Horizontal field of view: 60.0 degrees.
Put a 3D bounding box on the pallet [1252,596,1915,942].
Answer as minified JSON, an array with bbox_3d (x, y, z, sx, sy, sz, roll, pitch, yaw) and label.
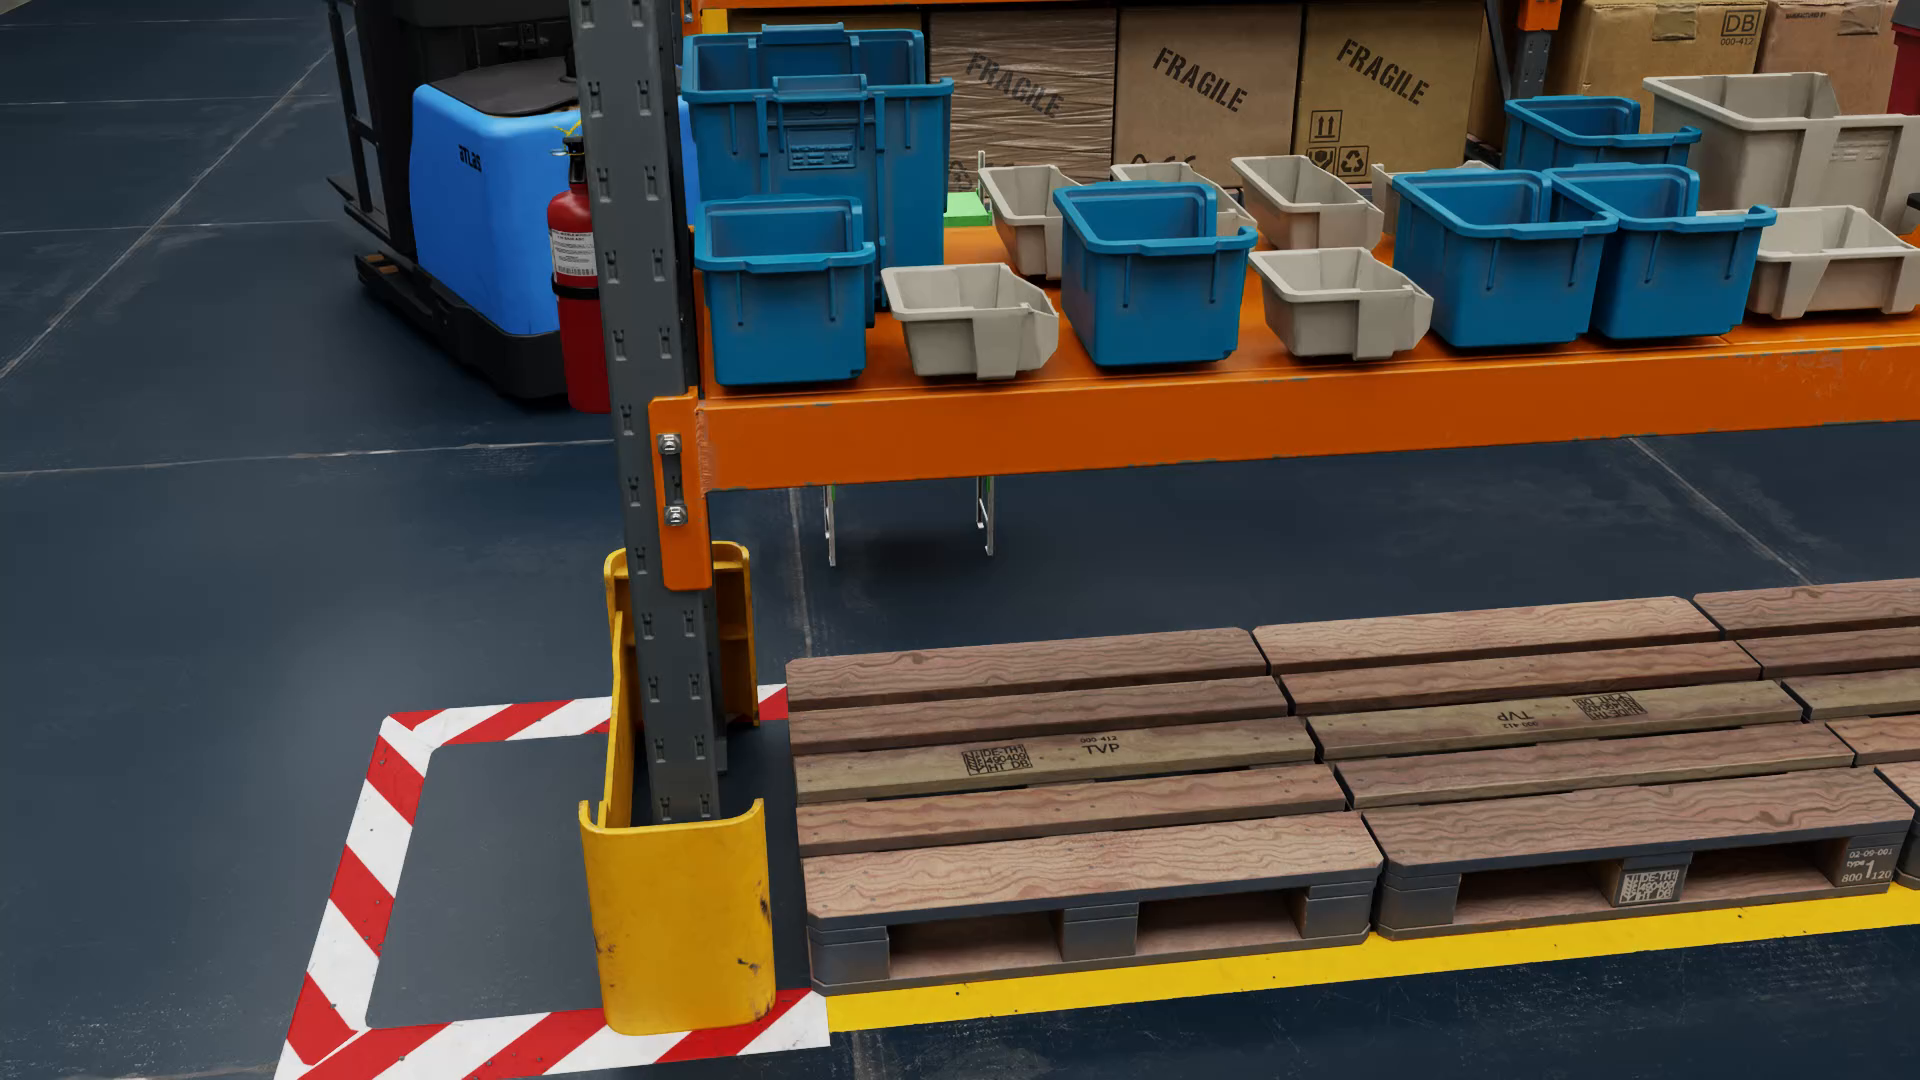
[{"bbox_3d":[1.428,0.507,4.032,1.213,0.211,1.003,-4,27,-7],"label":"pallet"}]

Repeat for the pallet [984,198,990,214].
[{"bbox_3d":[-0.509,-1.708,8.347,1.213,0.211,1.003,-4,27,-7],"label":"pallet"}]

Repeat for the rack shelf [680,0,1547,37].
[{"bbox_3d":[0.691,-2.669,7.955,4.000,0.370,1.077,-4,27,-7],"label":"rack shelf"}]

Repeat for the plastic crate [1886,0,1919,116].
[{"bbox_3d":[2.442,-0.989,3.756,0.583,0.464,0.402,-4,27,-7],"label":"plastic crate"}]

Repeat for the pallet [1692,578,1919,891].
[{"bbox_3d":[2.639,0.427,4.186,1.213,0.211,1.003,-4,27,-7],"label":"pallet"}]

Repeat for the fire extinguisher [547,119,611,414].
[{"bbox_3d":[-0.812,-0.619,3.663,0.183,0.674,0.296,-4,27,-7],"label":"fire extinguisher"}]

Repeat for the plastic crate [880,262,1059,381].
[{"bbox_3d":[0.020,-0.382,2.932,0.298,0.136,0.250,-4,27,-7],"label":"plastic crate"}]

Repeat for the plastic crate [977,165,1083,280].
[{"bbox_3d":[0.183,-0.666,3.486,0.243,0.136,0.396,-4,27,-7],"label":"plastic crate"}]

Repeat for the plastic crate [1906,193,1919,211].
[{"bbox_3d":[2.291,-0.589,3.348,0.590,0.125,0.437,-4,27,-7],"label":"plastic crate"}]

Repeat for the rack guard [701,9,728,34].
[{"bbox_3d":[-1.805,-4.003,12.505,0.348,0.500,1.175,-4,27,-7],"label":"rack guard"}]

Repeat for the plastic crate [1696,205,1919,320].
[{"bbox_3d":[1.679,-0.540,3.240,0.466,0.136,0.293,-4,27,-7],"label":"plastic crate"}]

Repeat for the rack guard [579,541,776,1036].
[{"bbox_3d":[-0.621,0.496,3.735,0.348,0.500,1.175,-4,27,-7],"label":"rack guard"}]

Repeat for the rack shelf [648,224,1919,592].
[{"bbox_3d":[1.381,-0.430,3.591,4.000,0.370,1.077,-4,27,-7],"label":"rack shelf"}]

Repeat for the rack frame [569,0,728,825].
[{"bbox_3d":[-0.600,-0.623,3.179,0.127,3.000,1.000,-4,27,-7],"label":"rack frame"}]

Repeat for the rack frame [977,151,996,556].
[{"bbox_3d":[0.078,-0.539,4.986,0.015,1.200,0.240,-4,27,-7],"label":"rack frame"}]

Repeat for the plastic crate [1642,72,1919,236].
[{"bbox_3d":[1.824,-0.838,3.661,0.530,0.282,0.437,-4,27,-7],"label":"plastic crate"}]

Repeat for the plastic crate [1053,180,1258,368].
[{"bbox_3d":[0.343,-0.484,3.025,0.300,0.233,0.416,-4,27,-7],"label":"plastic crate"}]

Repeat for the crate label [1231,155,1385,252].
[{"bbox_3d":[0.744,-0.707,3.565,0.243,0.136,0.396,-4,27,-7],"label":"crate label"}]

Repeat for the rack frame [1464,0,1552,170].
[{"bbox_3d":[2.671,-3.117,8.038,0.127,3.000,1.000,-4,27,-7],"label":"rack frame"}]

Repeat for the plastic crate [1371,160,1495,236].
[{"bbox_3d":[1.035,-0.734,3.618,0.250,0.136,0.298,-4,27,-7],"label":"plastic crate"}]

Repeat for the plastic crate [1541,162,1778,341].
[{"bbox_3d":[1.292,-0.545,3.144,0.300,0.233,0.416,-4,27,-7],"label":"plastic crate"}]

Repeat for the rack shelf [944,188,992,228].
[{"bbox_3d":[-0.164,-0.894,4.766,0.480,0.148,0.258,-4,27,-7],"label":"rack shelf"}]

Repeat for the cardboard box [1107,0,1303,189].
[{"bbox_3d":[1.115,-2.295,8.304,0.875,0.875,0.875,-4,27,-7],"label":"cardboard box"}]

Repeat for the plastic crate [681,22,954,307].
[{"bbox_3d":[-0.294,-0.771,3.363,0.499,0.435,0.616,-4,27,-7],"label":"plastic crate"}]

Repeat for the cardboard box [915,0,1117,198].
[{"bbox_3d":[0.234,-2.238,8.194,0.875,0.875,0.875,-4,27,-7],"label":"cardboard box"}]

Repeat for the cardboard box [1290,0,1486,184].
[{"bbox_3d":[2.007,-2.352,8.416,0.875,0.875,0.875,-4,27,-7],"label":"cardboard box"}]

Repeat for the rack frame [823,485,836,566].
[{"bbox_3d":[-0.406,-0.508,4.925,0.015,1.200,0.240,-4,27,-7],"label":"rack frame"}]

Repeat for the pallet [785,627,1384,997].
[{"bbox_3d":[0.223,0.583,3.883,1.213,0.211,1.003,-4,27,-7],"label":"pallet"}]

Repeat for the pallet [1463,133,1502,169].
[{"bbox_3d":[3.425,-1.959,8.837,1.213,0.211,1.003,-4,27,-7],"label":"pallet"}]

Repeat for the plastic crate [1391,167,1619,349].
[{"bbox_3d":[0.995,-0.526,3.107,0.300,0.233,0.416,-4,27,-7],"label":"plastic crate"}]

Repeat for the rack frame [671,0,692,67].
[{"bbox_3d":[-1.290,-2.862,7.542,0.127,3.000,1.000,-4,27,-7],"label":"rack frame"}]

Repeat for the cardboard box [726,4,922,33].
[{"bbox_3d":[-0.667,-2.181,8.081,0.875,0.875,0.875,-4,27,-7],"label":"cardboard box"}]

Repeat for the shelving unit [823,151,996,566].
[{"bbox_3d":[-0.164,-0.523,4.956,0.503,1.200,0.258,-4,27,-7],"label":"shelving unit"}]

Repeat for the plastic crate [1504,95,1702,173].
[{"bbox_3d":[1.398,-0.822,3.684,0.300,0.233,0.416,-4,27,-7],"label":"plastic crate"}]

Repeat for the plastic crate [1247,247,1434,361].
[{"bbox_3d":[0.692,-0.425,3.017,0.298,0.136,0.250,-4,27,-7],"label":"plastic crate"}]

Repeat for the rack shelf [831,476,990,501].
[{"bbox_3d":[-0.164,-0.253,5.094,0.480,0.148,0.258,-4,27,-7],"label":"rack shelf"}]

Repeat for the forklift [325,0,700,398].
[{"bbox_3d":[-2.029,-2.446,6.806,1.130,2.935,3.031,-17,32,-30],"label":"forklift"}]

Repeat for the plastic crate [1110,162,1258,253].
[{"bbox_3d":[0.472,-0.678,3.509,0.243,0.136,0.396,-4,27,-7],"label":"plastic crate"}]

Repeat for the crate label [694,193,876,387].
[{"bbox_3d":[-0.309,-0.442,2.944,0.303,0.233,0.416,-4,27,-7],"label":"crate label"}]

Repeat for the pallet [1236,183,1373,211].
[{"bbox_3d":[1.908,-1.863,8.649,1.213,0.211,1.003,-4,27,-7],"label":"pallet"}]

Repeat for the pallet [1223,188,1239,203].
[{"bbox_3d":[0.697,-1.784,8.495,1.213,0.211,1.003,-4,27,-7],"label":"pallet"}]

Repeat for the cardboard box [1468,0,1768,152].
[{"bbox_3d":[3.302,-2.408,8.524,0.875,0.875,1.225,-4,27,-7],"label":"cardboard box"}]

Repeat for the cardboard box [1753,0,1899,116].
[{"bbox_3d":[4.187,-2.465,8.636,0.875,0.875,1.225,-5,28,-9],"label":"cardboard box"}]

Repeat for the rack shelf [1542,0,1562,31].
[{"bbox_3d":[4.652,-2.924,8.450,4.000,0.370,1.077,-4,27,-7],"label":"rack shelf"}]
